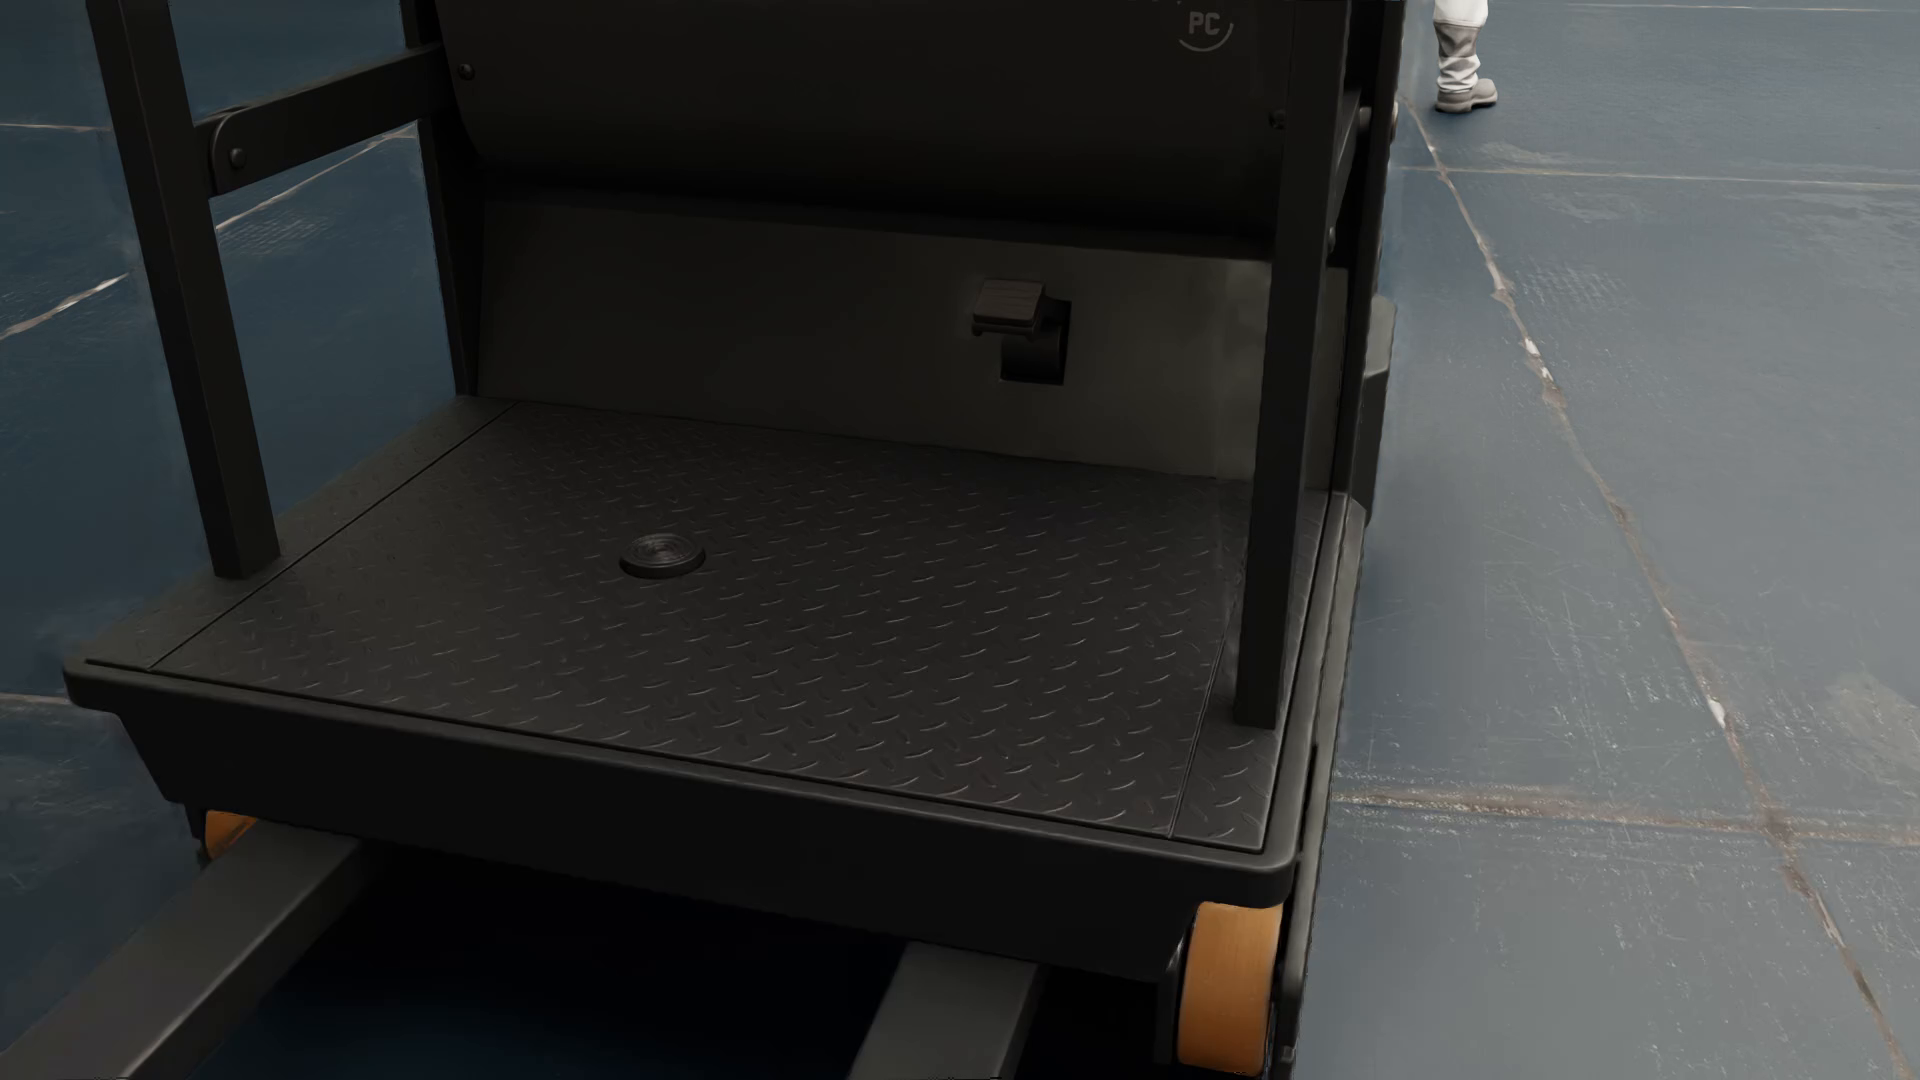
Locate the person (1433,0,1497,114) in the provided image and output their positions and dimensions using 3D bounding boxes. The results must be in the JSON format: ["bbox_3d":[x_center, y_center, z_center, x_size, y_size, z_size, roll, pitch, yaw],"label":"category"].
[{"bbox_3d":[1.406,-2.190,4.903,0.609,1.777,0.453,11,28,20],"label":"person"}]

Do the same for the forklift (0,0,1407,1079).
[{"bbox_3d":[-0.156,-1.017,1.256,1.130,2.935,3.031,7,27,14],"label":"forklift"}]
